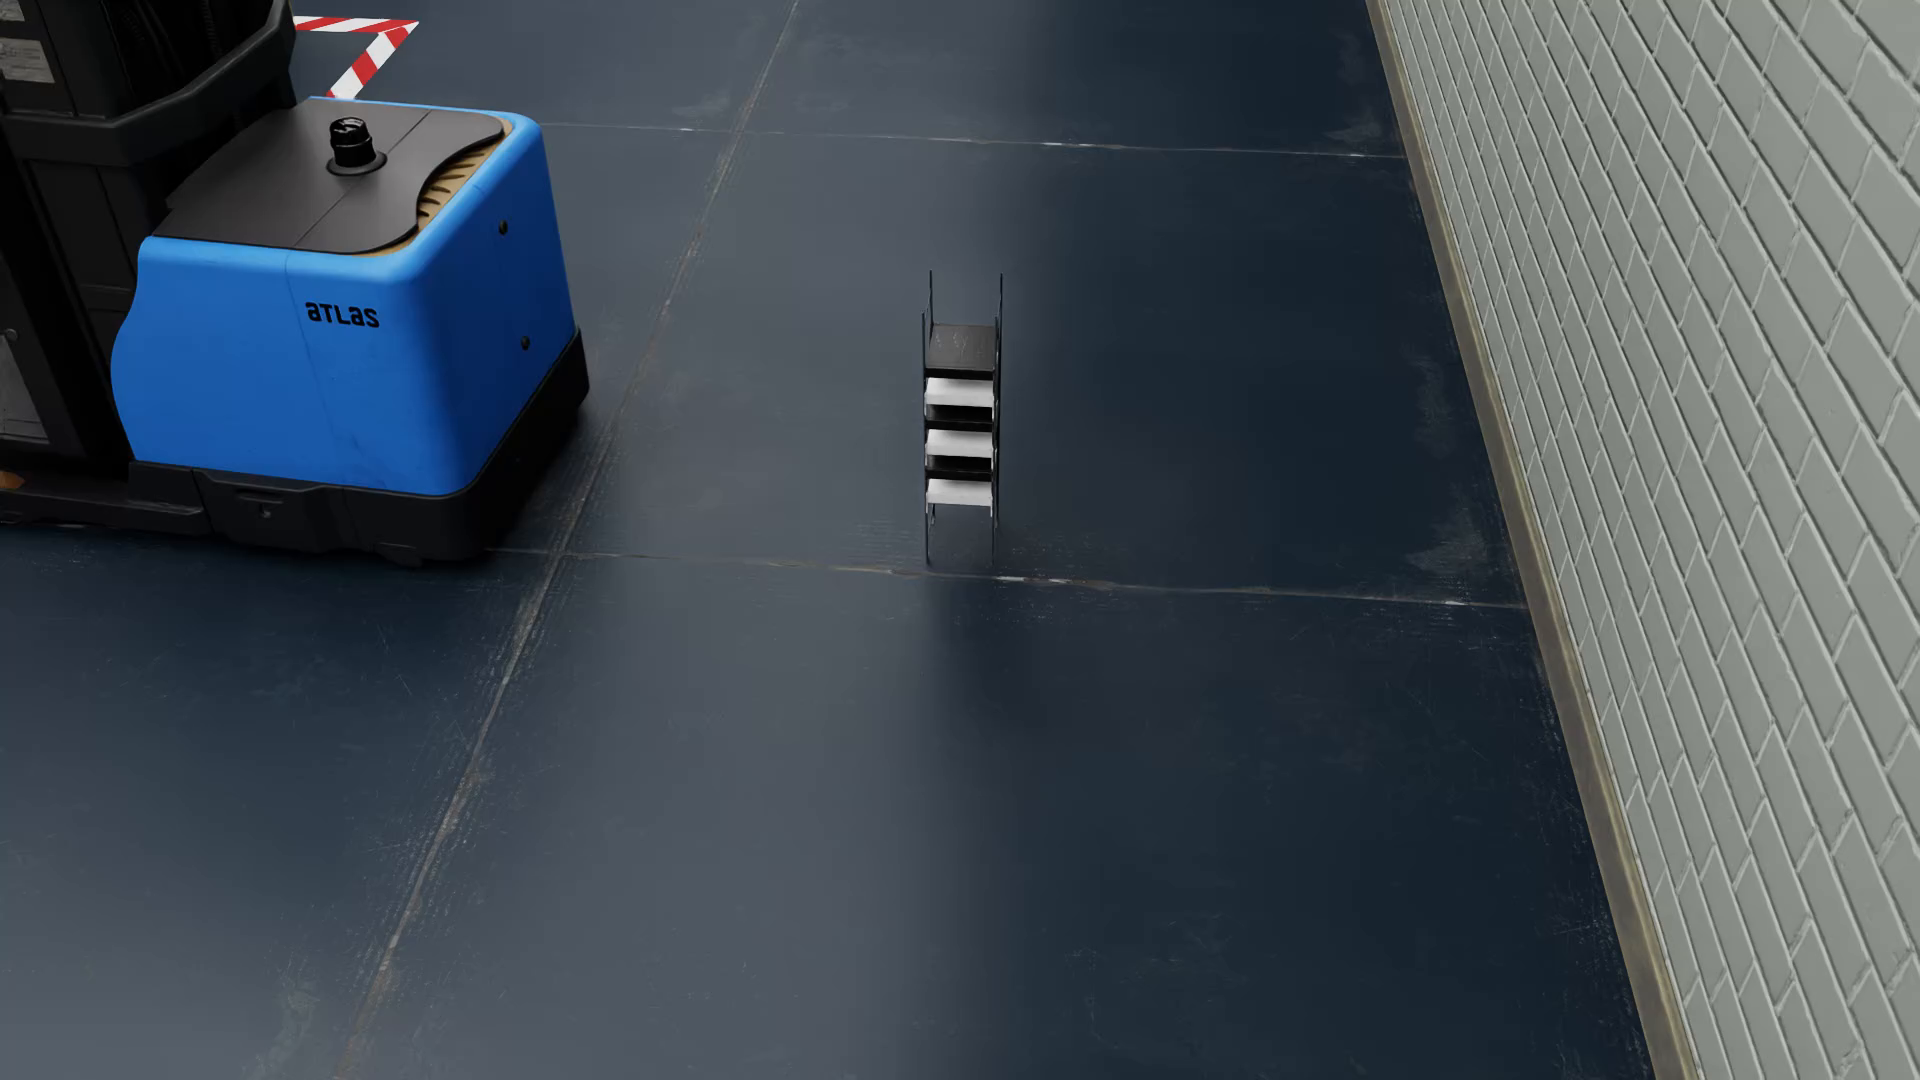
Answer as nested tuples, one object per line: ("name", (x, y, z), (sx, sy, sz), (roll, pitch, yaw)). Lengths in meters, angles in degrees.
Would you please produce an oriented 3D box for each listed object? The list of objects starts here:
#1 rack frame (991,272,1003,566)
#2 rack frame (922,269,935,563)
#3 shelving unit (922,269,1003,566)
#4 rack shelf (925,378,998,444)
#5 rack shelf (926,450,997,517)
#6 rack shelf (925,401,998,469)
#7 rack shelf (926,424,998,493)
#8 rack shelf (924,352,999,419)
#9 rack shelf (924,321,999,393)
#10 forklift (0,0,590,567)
("rack frame", (0.109, -0.343, 4.959), (0.006, 0.900, 0.240), (3, 39, 4))
("rack frame", (-0.093, -0.354, 4.972), (0.006, 0.900, 0.240), (3, 39, 4))
("shelving unit", (0.008, -0.349, 4.965), (0.210, 0.900, 0.258), (3, 39, 4))
("rack shelf", (0.008, -0.392, 4.930), (0.200, 0.077, 0.258), (3, 39, 4))
("rack shelf", (0.008, -0.183, 5.100), (0.200, 0.077, 0.258), (3, 39, 4))
("rack shelf", (0.008, -0.323, 4.986), (0.200, 0.077, 0.258), (3, 39, 4))
("rack shelf", (0.008, -0.253, 5.043), (0.200, 0.077, 0.258), (3, 39, 4))
("rack shelf", (0.008, -0.462, 4.873), (0.200, 0.077, 0.258), (3, 39, 4))
("rack shelf", (0.008, -0.532, 4.816), (0.200, 0.077, 0.258), (3, 39, 4))
("forklift", (-2.855, -1.508, 4.781), (3.031, 2.935, 1.130), (7, 40, 8))
